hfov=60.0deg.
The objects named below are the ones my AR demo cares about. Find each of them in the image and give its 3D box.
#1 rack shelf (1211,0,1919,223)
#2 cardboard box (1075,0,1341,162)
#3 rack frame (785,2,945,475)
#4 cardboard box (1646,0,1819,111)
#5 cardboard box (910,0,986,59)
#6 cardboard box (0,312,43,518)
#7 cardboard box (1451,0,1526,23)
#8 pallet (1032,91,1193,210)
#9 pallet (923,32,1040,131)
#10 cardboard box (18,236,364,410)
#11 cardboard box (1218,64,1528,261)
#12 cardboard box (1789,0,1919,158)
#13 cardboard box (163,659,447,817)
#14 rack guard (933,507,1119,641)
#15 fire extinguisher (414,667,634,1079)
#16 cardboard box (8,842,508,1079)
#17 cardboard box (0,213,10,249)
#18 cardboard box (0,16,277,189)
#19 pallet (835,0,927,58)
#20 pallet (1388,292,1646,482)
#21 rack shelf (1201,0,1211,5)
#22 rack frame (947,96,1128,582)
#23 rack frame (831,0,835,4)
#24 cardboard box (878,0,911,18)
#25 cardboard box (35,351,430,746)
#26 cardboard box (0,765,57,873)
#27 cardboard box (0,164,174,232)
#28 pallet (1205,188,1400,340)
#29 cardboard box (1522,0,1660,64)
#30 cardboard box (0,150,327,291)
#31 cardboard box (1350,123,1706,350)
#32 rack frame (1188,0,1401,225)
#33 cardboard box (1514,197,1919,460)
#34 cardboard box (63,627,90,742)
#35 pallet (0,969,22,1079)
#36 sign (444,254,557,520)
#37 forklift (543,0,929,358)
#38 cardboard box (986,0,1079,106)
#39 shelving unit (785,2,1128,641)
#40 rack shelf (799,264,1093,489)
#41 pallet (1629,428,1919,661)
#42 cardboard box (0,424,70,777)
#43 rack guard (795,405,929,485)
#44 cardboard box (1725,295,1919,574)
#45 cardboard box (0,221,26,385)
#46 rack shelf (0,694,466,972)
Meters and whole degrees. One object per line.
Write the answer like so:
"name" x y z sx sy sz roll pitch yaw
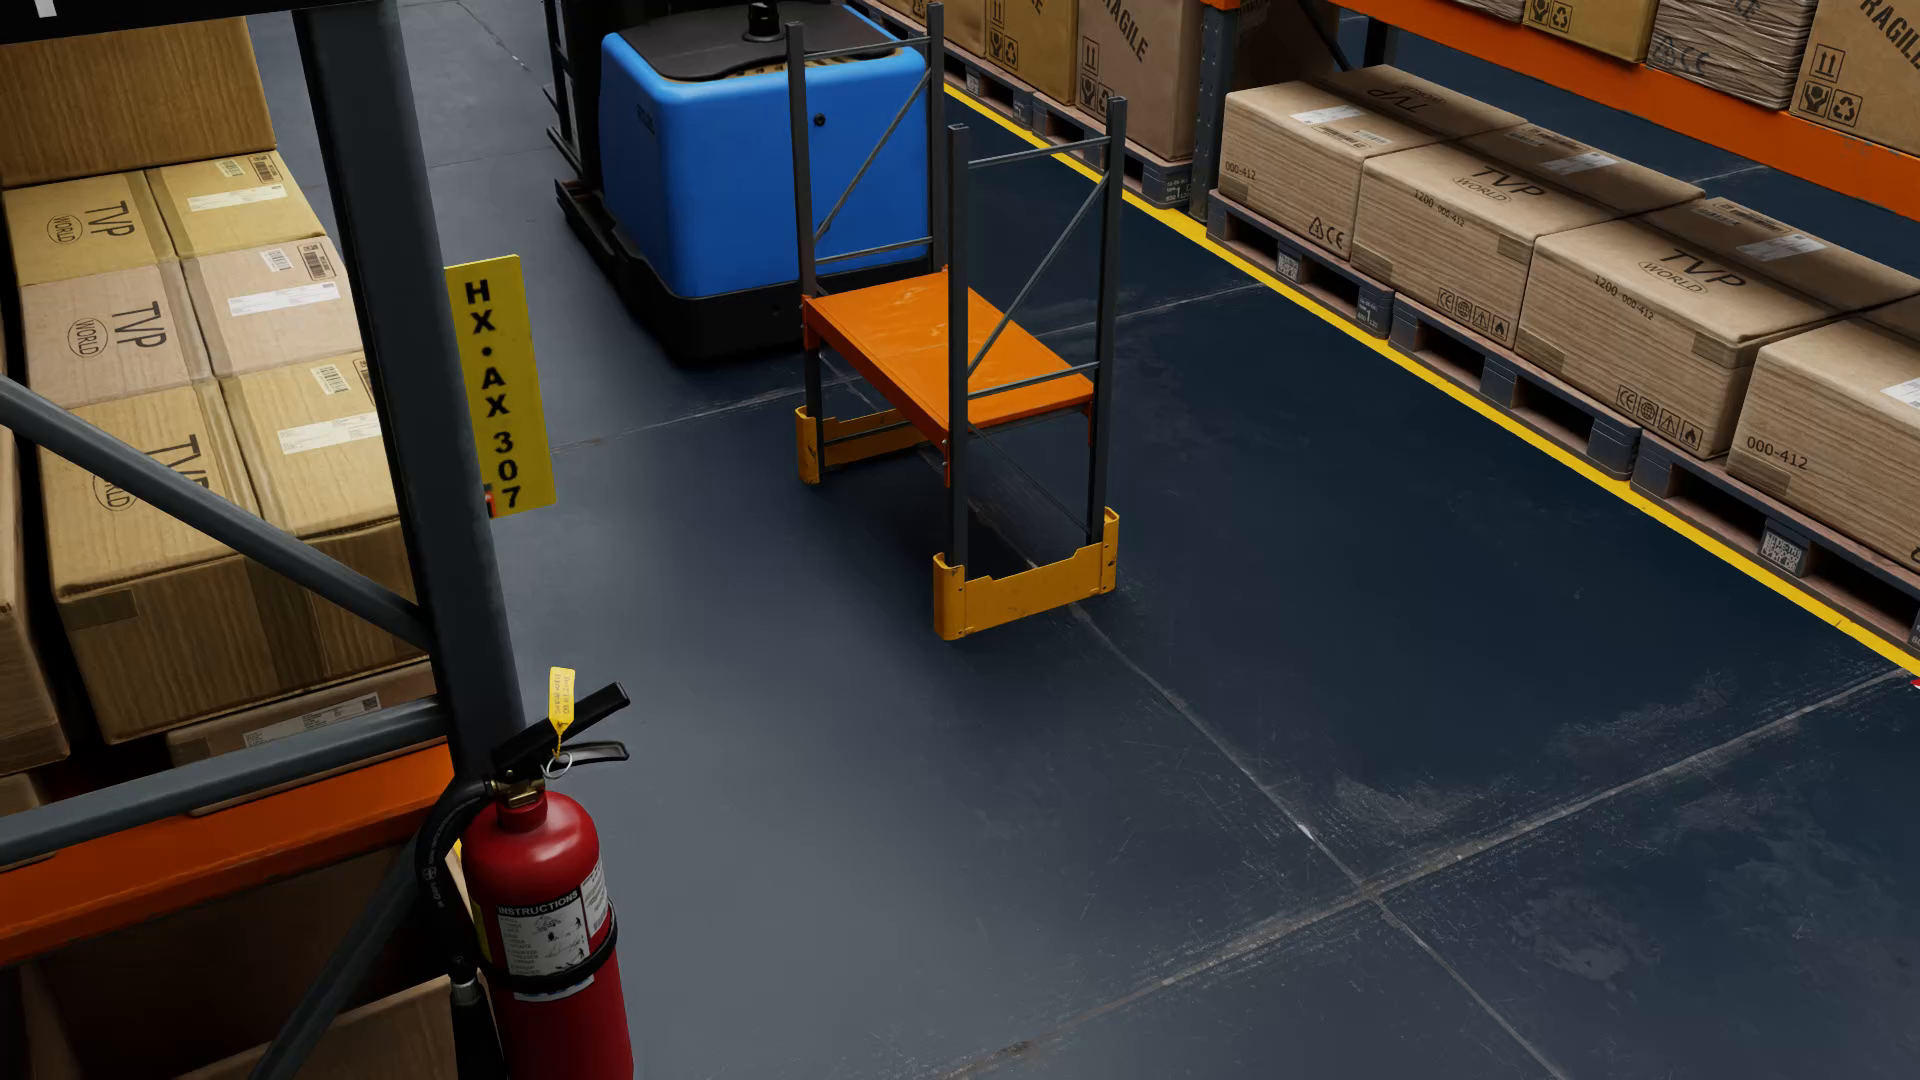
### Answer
"rack shelf" 2.438 -1.572 5.589 1.077 0.370 4.000 -16 36 -23
"cardboard box" 1.145 -2.387 7.775 0.875 0.875 0.875 -15 35 -22
"rack frame" -0.277 -0.915 5.288 0.500 1.500 0.032 -16 36 -23
"cardboard box" 2.442 -1.612 4.893 0.500 0.500 0.500 -15 36 -22
"cardboard box" 0.301 -3.243 9.111 0.875 0.875 0.875 -15 36 -23
"cardboard box" -1.708 -0.131 2.537 0.500 0.250 0.500 -16 36 -23
"cardboard box" 1.950 -2.101 5.656 0.500 0.500 0.500 -16 36 -23
"pallet" 1.079 -2.004 8.183 1.003 0.211 1.213 -16 36 -23
"pallet" 0.506 -2.587 9.092 1.003 0.211 1.213 -16 36 -23
"cardboard box" -1.228 -0.257 2.733 0.500 0.250 0.500 -15 36 -23
"cardboard box" 1.703 -1.600 6.953 0.875 0.438 0.875 -16 36 -24
"cardboard box" 2.690 -1.369 4.514 0.500 0.500 0.500 -17 36 -24
"cardboard box" -0.930 0.210 2.374 0.380 0.149 0.250 -16 36 -23
"rack guard" 0.197 0.096 4.868 0.587 0.250 0.087 -16 36 -23
"fire extinguisher" -0.542 0.474 2.147 0.296 0.674 0.183 -16 36 -23
"cardboard box" -1.221 0.889 3.007 0.797 0.503 0.637 -17 37 -25
"cardboard box" -2.178 -0.618 3.298 0.500 0.250 0.500 -16 36 -23
"cardboard box" -1.692 -1.048 3.273 0.500 0.500 0.500 -15 36 -22
"pallet" -0.059 -3.169 10.000 1.003 0.211 1.213 -16 36 -23
"pallet" 2.363 -0.689 6.130 1.003 0.211 1.213 -16 36 -23
"rack shelf" 0.573 -3.481 8.569 1.077 0.370 4.000 -16 36 -23
"rack frame" 0.197 -0.430 4.530 0.500 1.500 0.032 -16 36 -23
"rack frame" -0.360 -4.738 9.865 1.000 3.000 0.127 -16 36 -23
"cardboard box" -0.111 -3.670 9.777 0.875 0.875 0.875 -16 36 -24
"cardboard box" -0.992 -0.016 2.358 0.500 0.250 0.500 -16 36 -23
"cardboard box" -1.411 0.345 2.163 0.380 0.149 0.250 -16 36 -24
"cardboard box" -1.724 -0.737 3.482 0.500 0.250 0.500 -17 36 -24
"pallet" 1.791 -1.272 7.040 1.003 0.211 1.213 -16 36 -23
"cardboard box" 2.190 -1.855 5.273 0.500 0.500 0.500 -15 35 -22
"cardboard box" -1.467 -0.498 3.110 0.500 0.250 0.500 -17 36 -24
"cardboard box" 2.121 -1.173 6.287 0.875 0.438 0.875 -17 36 -24
"rack frame" 1.505 -2.829 6.885 1.000 3.000 0.127 -16 36 -23
"cardboard box" 2.540 -0.743 5.614 0.875 0.438 0.875 -15 36 -22
"cardboard box" -1.475 0.209 2.377 0.380 0.149 0.250 -15 35 -22
"pallet" -1.427 1.088 3.356 1.003 0.211 1.213 -16 36 -23
"sign" -0.539 -0.171 1.934 0.100 0.325 0.005 -16 36 -23
"forklift" -1.177 -2.689 6.730 1.130 2.935 3.031 -14 35 -20
"cardboard box" 0.717 -2.816 8.445 0.875 0.875 0.875 -15 36 -22
"shelving unit" -0.036 -0.668 4.902 0.587 1.500 1.083 -16 36 -23
"rack shelf" -0.040 -0.521 5.006 0.538 0.185 1.000 -16 36 -23
"pallet" 2.928 -0.108 5.223 1.003 0.211 1.213 -16 36 -23
"cardboard box" -1.468 0.115 2.153 0.500 0.250 0.500 -15 36 -22
"rack guard" -0.268 -0.379 5.610 0.587 0.250 0.087 -16 36 -23
"cardboard box" 2.974 -0.308 4.936 0.875 0.438 0.875 -17 36 -25
"cardboard box" -1.935 -0.369 2.908 0.500 0.250 0.500 -15 35 -22
"rack shelf" -1.952 -0.321 3.638 1.077 0.370 4.000 -16 36 -23
